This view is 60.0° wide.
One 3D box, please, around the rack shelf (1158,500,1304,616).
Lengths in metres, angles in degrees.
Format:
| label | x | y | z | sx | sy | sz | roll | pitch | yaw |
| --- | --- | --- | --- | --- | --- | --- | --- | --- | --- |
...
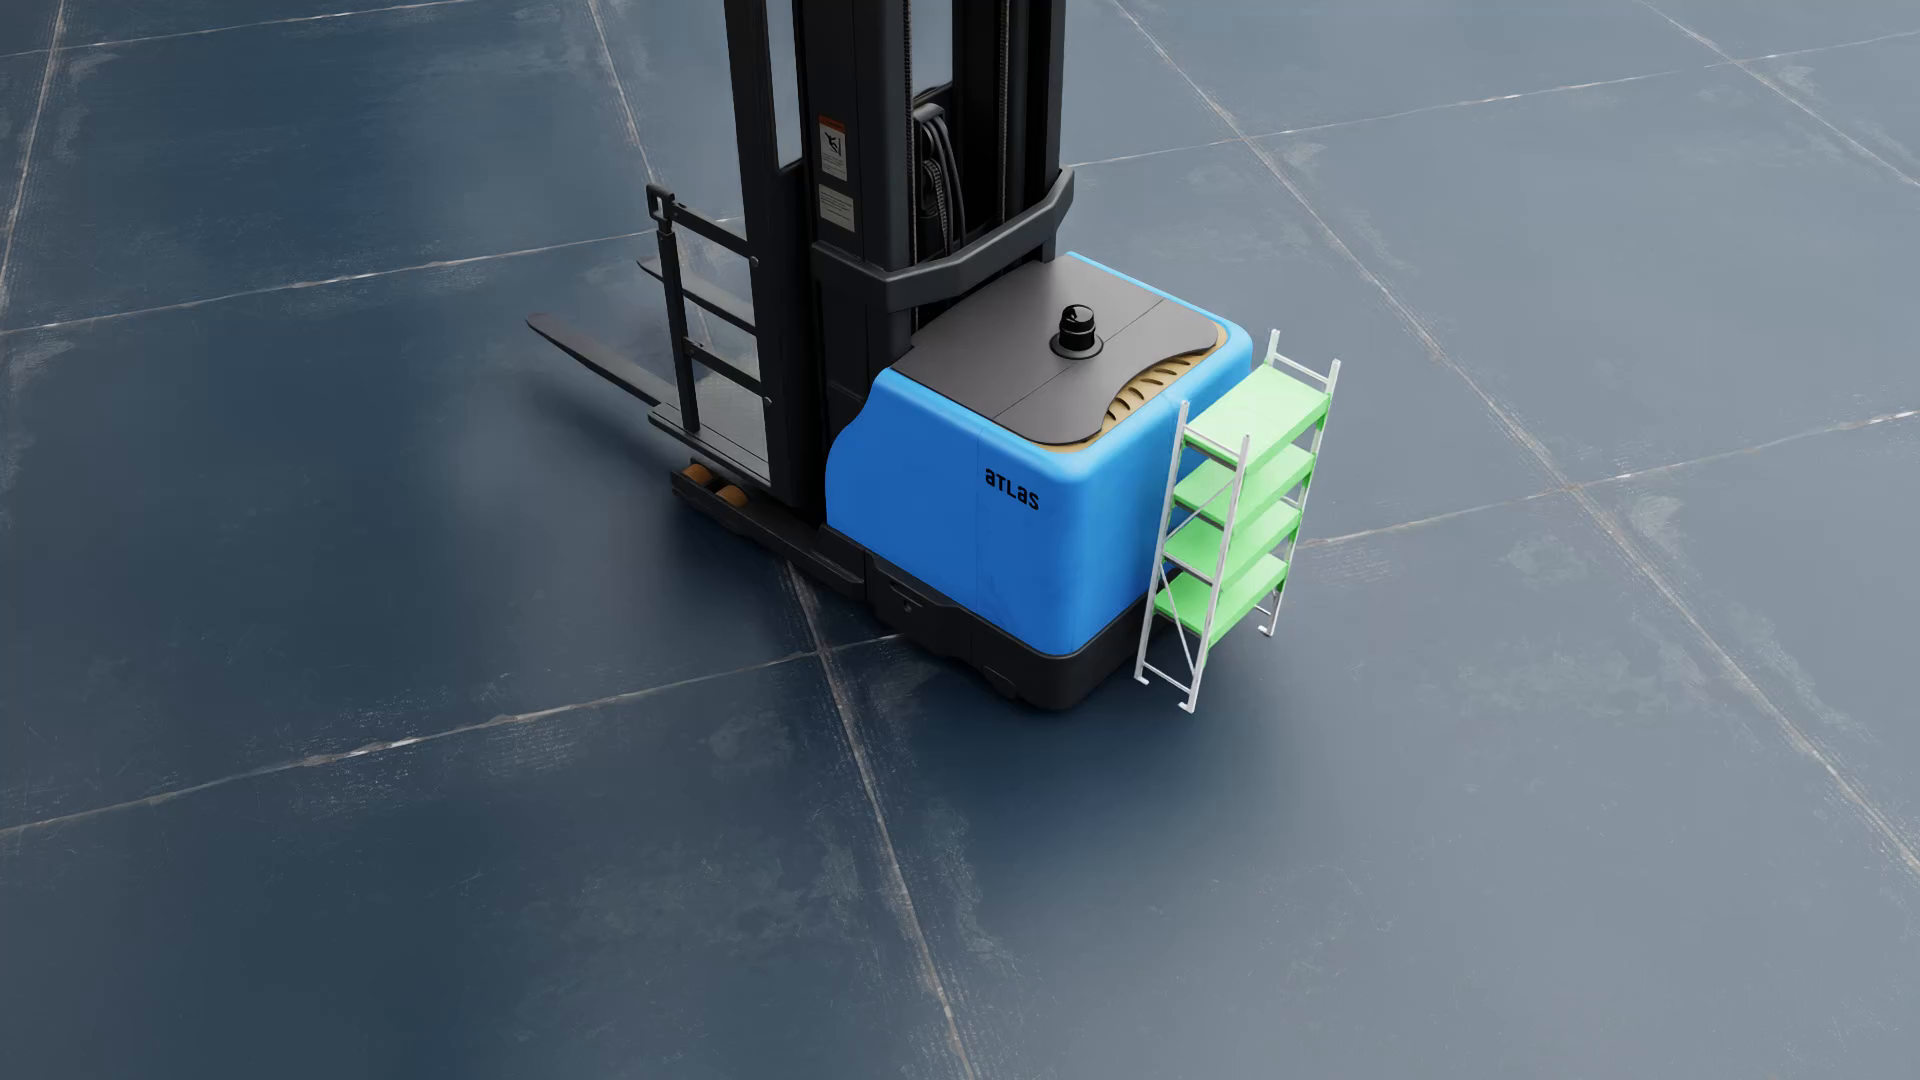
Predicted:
| label | x | y | z | sx | sy | sz | roll | pitch | yaw |
| --- | --- | --- | --- | --- | --- | --- | --- | --- | --- |
| rack shelf | 0.873 | 0.011 | 5.411 | 0.258 | 0.148 | 0.480 | 32 | 50 | 27 |

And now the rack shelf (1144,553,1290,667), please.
| label | x | y | z | sx | sy | sz | roll | pitch | yaw |
| --- | --- | --- | --- | --- | --- | --- | --- | --- | --- |
| rack shelf | 0.862 | 0.186 | 5.576 | 0.258 | 0.148 | 0.480 | 32 | 50 | 27 |

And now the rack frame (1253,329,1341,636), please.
| label | x | y | z | sx | sy | sz | roll | pitch | yaw |
| --- | --- | --- | --- | --- | --- | --- | --- | --- | --- |
| rack frame | 1.034 | -0.157 | 5.507 | 0.240 | 1.200 | 0.015 | 32 | 50 | 27 |

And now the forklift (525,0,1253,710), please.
| label | x | y | z | sx | sy | sz | roll | pitch | yaw |
| --- | --- | --- | --- | --- | --- | --- | --- | --- | --- |
| forklift | -0.470 | -1.375 | 5.596 | 3.031 | 2.935 | 1.130 | 30 | 49 | 30 |

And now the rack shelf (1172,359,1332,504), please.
| label | x | y | z | sx | sy | sz | roll | pitch | yaw |
| --- | --- | --- | --- | --- | --- | --- | --- | --- | --- |
| rack shelf | 0.893 | -0.338 | 5.082 | 0.258 | 0.148 | 0.480 | 32 | 50 | 27 |

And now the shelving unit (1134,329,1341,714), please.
| label | x | y | z | sx | sy | sz | roll | pitch | yaw |
| --- | --- | --- | --- | --- | --- | --- | --- | --- | --- |
| shelving unit | 0.875 | -0.035 | 5.367 | 0.258 | 1.200 | 0.503 | 32 | 50 | 27 |

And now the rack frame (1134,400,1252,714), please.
| label | x | y | z | sx | sy | sz | roll | pitch | yaw |
| --- | --- | --- | --- | --- | --- | --- | --- | --- | --- |
| rack frame | 0.716 | 0.087 | 5.228 | 0.240 | 1.200 | 0.015 | 32 | 50 | 27 |

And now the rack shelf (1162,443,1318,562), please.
| label | x | y | z | sx | sy | sz | roll | pitch | yaw |
| --- | --- | --- | --- | --- | --- | --- | --- | --- | --- |
| rack shelf | 0.883 | -0.163 | 5.247 | 0.258 | 0.148 | 0.480 | 32 | 50 | 27 |
